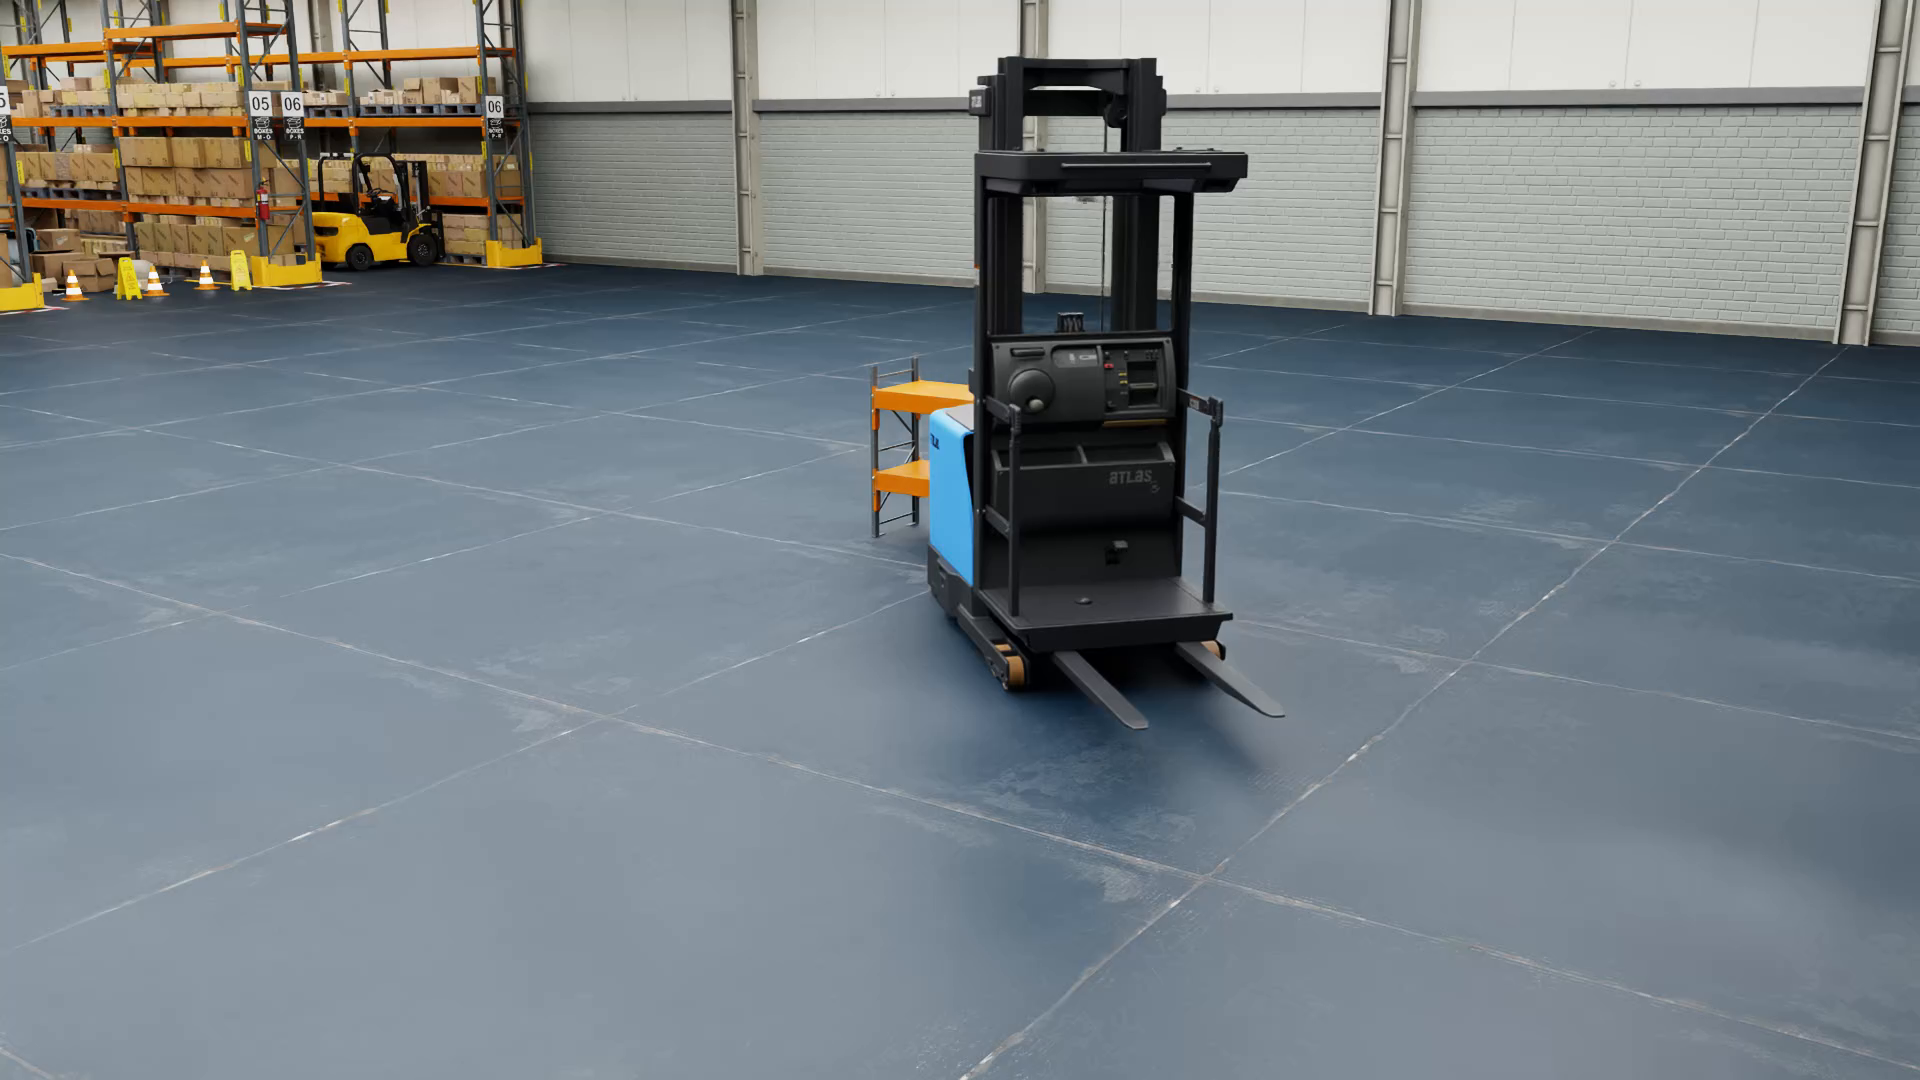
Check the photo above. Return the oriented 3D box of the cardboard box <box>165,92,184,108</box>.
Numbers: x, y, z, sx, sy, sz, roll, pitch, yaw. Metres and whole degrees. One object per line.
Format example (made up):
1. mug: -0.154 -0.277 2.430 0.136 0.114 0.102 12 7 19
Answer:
1. cardboard box: -13.349 -7.603 28.743 0.500 0.250 0.500 9 17 33

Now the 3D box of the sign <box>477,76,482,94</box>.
1. sign: -9.051 -8.588 31.352 0.005 0.325 0.100 9 17 33

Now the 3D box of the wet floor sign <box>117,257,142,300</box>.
1. wet floor sign: -13.053 -4.104 26.059 0.232 0.644 0.267 6 15 23

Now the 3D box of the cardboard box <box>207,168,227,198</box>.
1. cardboard box: -12.520 -6.135 28.538 0.500 0.500 0.500 9 17 33

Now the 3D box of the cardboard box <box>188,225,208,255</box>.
1. cardboard box: -13.163 -5.283 29.212 0.500 0.500 0.500 9 16 32

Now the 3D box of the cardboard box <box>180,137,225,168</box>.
1. cardboard box: -12.945 -6.677 28.646 0.500 0.500 0.700 9 16 32

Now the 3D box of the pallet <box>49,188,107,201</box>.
1. pallet: -16.476 -6.579 31.557 1.213 0.211 1.003 9 17 33

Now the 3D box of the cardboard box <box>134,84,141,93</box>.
1. cardboard box: -14.297 -7.940 29.279 0.250 0.149 0.380 9 16 31

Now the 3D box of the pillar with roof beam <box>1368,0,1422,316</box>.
1. pillar with roof beam: 3.722 -6.760 19.402 0.400 9.000 9.100 9 17 33

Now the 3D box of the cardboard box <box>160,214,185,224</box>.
1. cardboard box: -13.986 -5.711 29.588 0.250 0.149 0.380 10 17 35

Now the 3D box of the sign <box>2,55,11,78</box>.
1. sign: -13.867 -6.885 24.166 0.005 0.325 0.100 9 17 33

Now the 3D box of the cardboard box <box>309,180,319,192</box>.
1. cardboard box: -13.435 -7.465 35.048 0.500 0.250 0.500 9 17 33

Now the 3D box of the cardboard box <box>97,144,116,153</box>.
1. cardboard box: -15.974 -7.363 31.275 0.250 0.149 0.380 10 17 36

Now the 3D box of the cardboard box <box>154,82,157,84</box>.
1. cardboard box: -18.163 -10.332 38.035 0.258 0.266 0.396 9 17 33

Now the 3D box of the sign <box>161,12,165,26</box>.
1. sign: -18.389 -12.010 38.338 0.005 0.325 0.100 9 17 33

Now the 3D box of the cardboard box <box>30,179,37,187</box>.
1. cardboard box: -17.558 -6.840 31.861 0.250 0.149 0.380 8 16 29

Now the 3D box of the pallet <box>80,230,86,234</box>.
1. pallet: -21.287 -7.522 40.770 1.213 0.211 1.003 9 17 33

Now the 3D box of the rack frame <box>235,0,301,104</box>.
1. rack frame: -11.503 -8.769 27.518 0.127 3.000 1.000 9 17 33

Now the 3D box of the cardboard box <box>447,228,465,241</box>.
1. cardboard box: -9.725 -6.031 32.751 0.500 0.250 0.500 9 17 32

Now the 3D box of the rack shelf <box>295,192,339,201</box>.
1. rack shelf: -13.715 -7.302 35.576 4.000 0.370 1.077 9 17 33

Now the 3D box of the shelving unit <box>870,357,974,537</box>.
1. shelving unit: -0.006 -0.547 10.692 1.048 1.125 0.538 9 17 33

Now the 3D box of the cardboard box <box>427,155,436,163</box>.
1. cardboard box: -10.266 -7.512 32.748 0.250 0.149 0.380 10 17 34

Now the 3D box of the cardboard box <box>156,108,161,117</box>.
1. cardboard box: -13.846 -7.499 29.156 0.250 0.149 0.380 9 16 31

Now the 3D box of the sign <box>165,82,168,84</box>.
1. sign: -14.526 -8.209 30.425 0.005 0.325 0.100 9 17 33

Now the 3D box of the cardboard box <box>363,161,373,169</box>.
1. cardboard box: -11.938 -7.651 33.931 0.250 0.149 0.380 9 16 32

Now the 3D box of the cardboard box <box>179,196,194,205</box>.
1. cardboard box: -13.459 -5.963 29.193 0.250 0.149 0.380 9 17 33

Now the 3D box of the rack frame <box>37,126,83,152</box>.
1. rack frame: -22.013 -8.992 40.907 0.127 3.000 1.000 9 17 33

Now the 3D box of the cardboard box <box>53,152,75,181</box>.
1. cardboard box: -16.606 -7.013 31.208 0.500 0.500 0.500 8 16 31

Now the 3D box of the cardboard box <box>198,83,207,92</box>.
1. cardboard box: -12.744 -7.715 28.370 0.250 0.149 0.380 9 17 33

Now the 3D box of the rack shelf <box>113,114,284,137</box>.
1. rack shelf: -13.163 -7.232 29.048 4.000 0.370 1.077 9 17 33

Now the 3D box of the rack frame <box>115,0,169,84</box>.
1. rack frame: -18.693 -11.368 38.019 0.127 3.000 1.000 9 17 33

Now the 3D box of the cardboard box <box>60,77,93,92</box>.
1. cardboard box: -16.234 -8.407 30.699 0.500 0.250 0.500 10 17 34

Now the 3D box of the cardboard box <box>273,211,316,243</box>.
1. cardboard box: -14.318 -6.798 36.111 0.625 0.625 0.875 10 17 35

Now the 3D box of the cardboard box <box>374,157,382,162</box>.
1. cardboard box: -11.679 -7.775 33.814 0.250 0.149 0.380 9 17 34

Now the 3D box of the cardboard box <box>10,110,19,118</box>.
1. cardboard box: -17.975 -8.187 31.935 0.250 0.149 0.380 9 17 33

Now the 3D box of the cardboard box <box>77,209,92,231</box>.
1. cardboard box: -20.870 -7.760 40.255 0.500 0.500 0.700 10 17 35

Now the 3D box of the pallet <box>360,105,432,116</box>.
1. pallet: -11.333 -8.687 33.615 1.213 0.211 1.003 9 17 33

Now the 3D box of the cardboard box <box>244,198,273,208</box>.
1. cardboard box: -11.933 -5.742 28.299 0.250 0.149 0.380 10 17 35

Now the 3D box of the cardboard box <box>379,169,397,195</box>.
1. cardboard box: -11.391 -7.254 33.674 0.500 0.500 0.500 10 17 34

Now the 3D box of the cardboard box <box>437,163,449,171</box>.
1. cardboard box: -10.037 -7.338 32.666 0.250 0.149 0.380 9 16 31

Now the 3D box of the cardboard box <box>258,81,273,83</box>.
1. cardboard box: -14.435 -9.483 35.357 0.500 0.500 0.700 9 16 32

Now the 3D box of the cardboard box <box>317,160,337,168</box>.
1. cardboard box: -13.153 -7.831 34.658 0.250 0.149 0.380 9 16 31

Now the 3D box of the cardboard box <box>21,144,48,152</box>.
1. cardboard box: -18.414 -7.578 32.905 0.500 0.500 0.500 9 16 31

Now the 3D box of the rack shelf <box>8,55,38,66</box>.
1. rack shelf: -19.801 -9.566 33.070 4.000 0.370 1.077 9 17 33

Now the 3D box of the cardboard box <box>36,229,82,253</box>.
1. cardboard box: -15.791 -5.188 29.165 0.500 0.500 0.500 9 17 33

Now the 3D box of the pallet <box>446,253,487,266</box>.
1. pallet: -9.394 -5.587 32.955 1.213 0.211 1.003 9 17 33

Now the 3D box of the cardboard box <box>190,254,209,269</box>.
1. cardboard box: -13.187 -4.920 29.306 0.500 0.250 0.500 8 16 31

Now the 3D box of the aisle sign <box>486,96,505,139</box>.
1. aisle sign: -8.846 -8.041 31.654 0.004 0.787 0.394 9 17 33

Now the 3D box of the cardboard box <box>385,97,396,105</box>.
1. cardboard box: -11.215 -8.746 33.109 0.250 0.149 0.380 10 17 34

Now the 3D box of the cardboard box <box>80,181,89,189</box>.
1. cardboard box: -16.060 -6.589 30.845 0.250 0.149 0.380 9 17 33

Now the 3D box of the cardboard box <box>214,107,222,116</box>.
1. cardboard box: -12.382 -7.252 28.156 0.250 0.149 0.380 10 17 34

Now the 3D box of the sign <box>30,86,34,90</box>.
1. sign: -22.315 -10.764 40.004 0.005 0.325 0.100 9 17 33

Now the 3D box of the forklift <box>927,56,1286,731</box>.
1. forklift: 0.668 -0.807 7.984 1.130 2.935 3.031 -3 14 -14
